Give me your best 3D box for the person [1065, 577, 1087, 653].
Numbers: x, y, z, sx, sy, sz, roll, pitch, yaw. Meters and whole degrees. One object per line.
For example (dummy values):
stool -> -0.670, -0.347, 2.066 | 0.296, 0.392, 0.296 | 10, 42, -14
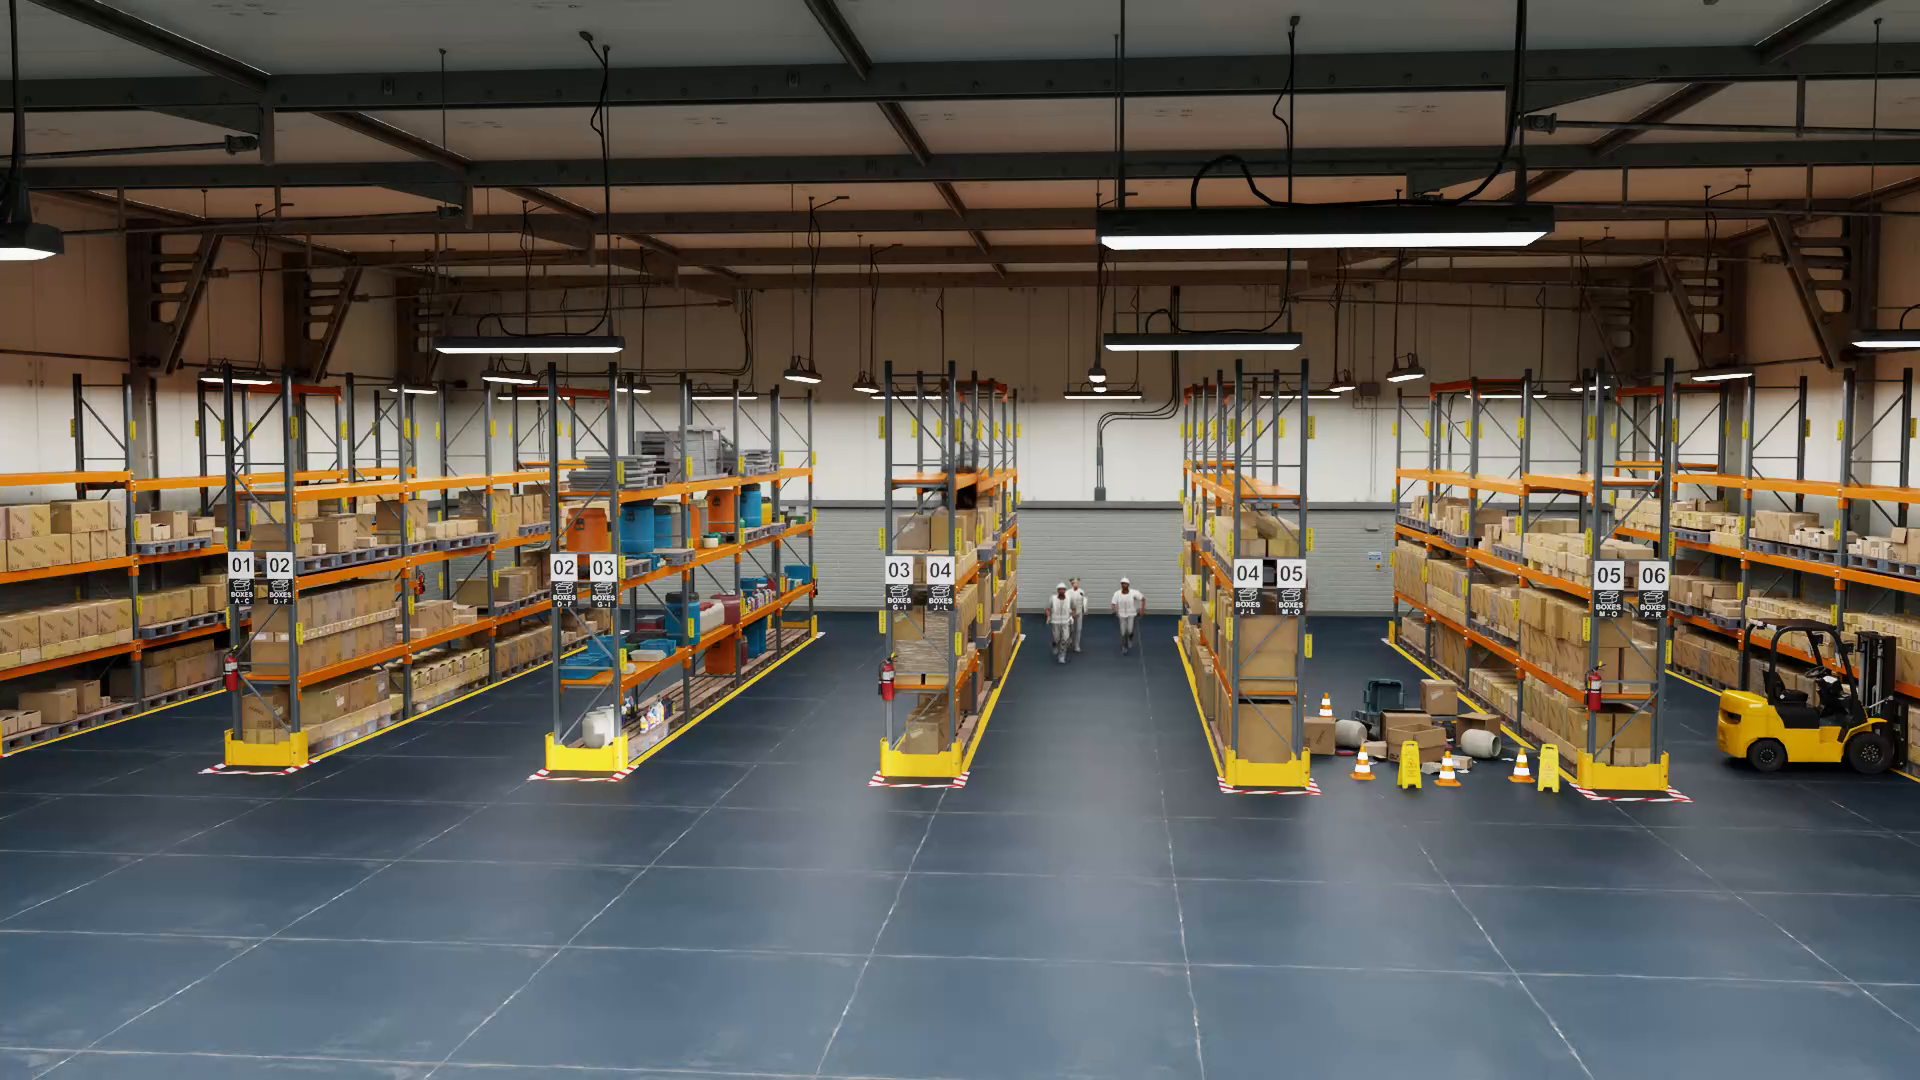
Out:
person -> 2.625, 1.678, 37.865 | 0.617, 1.689, 0.847 | -1, 4, -8

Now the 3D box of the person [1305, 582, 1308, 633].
person -> 8.067, 1.469, 40.436 | 0.727, 1.800, 0.688 | 0, 4, 1

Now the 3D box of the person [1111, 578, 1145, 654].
person -> 3.727, 1.704, 37.091 | 0.734, 1.719, 0.666 | 1, 4, 16

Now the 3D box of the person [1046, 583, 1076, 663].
person -> 2.183, 1.782, 35.911 | 0.668, 1.728, 0.581 | 0, 4, -2
